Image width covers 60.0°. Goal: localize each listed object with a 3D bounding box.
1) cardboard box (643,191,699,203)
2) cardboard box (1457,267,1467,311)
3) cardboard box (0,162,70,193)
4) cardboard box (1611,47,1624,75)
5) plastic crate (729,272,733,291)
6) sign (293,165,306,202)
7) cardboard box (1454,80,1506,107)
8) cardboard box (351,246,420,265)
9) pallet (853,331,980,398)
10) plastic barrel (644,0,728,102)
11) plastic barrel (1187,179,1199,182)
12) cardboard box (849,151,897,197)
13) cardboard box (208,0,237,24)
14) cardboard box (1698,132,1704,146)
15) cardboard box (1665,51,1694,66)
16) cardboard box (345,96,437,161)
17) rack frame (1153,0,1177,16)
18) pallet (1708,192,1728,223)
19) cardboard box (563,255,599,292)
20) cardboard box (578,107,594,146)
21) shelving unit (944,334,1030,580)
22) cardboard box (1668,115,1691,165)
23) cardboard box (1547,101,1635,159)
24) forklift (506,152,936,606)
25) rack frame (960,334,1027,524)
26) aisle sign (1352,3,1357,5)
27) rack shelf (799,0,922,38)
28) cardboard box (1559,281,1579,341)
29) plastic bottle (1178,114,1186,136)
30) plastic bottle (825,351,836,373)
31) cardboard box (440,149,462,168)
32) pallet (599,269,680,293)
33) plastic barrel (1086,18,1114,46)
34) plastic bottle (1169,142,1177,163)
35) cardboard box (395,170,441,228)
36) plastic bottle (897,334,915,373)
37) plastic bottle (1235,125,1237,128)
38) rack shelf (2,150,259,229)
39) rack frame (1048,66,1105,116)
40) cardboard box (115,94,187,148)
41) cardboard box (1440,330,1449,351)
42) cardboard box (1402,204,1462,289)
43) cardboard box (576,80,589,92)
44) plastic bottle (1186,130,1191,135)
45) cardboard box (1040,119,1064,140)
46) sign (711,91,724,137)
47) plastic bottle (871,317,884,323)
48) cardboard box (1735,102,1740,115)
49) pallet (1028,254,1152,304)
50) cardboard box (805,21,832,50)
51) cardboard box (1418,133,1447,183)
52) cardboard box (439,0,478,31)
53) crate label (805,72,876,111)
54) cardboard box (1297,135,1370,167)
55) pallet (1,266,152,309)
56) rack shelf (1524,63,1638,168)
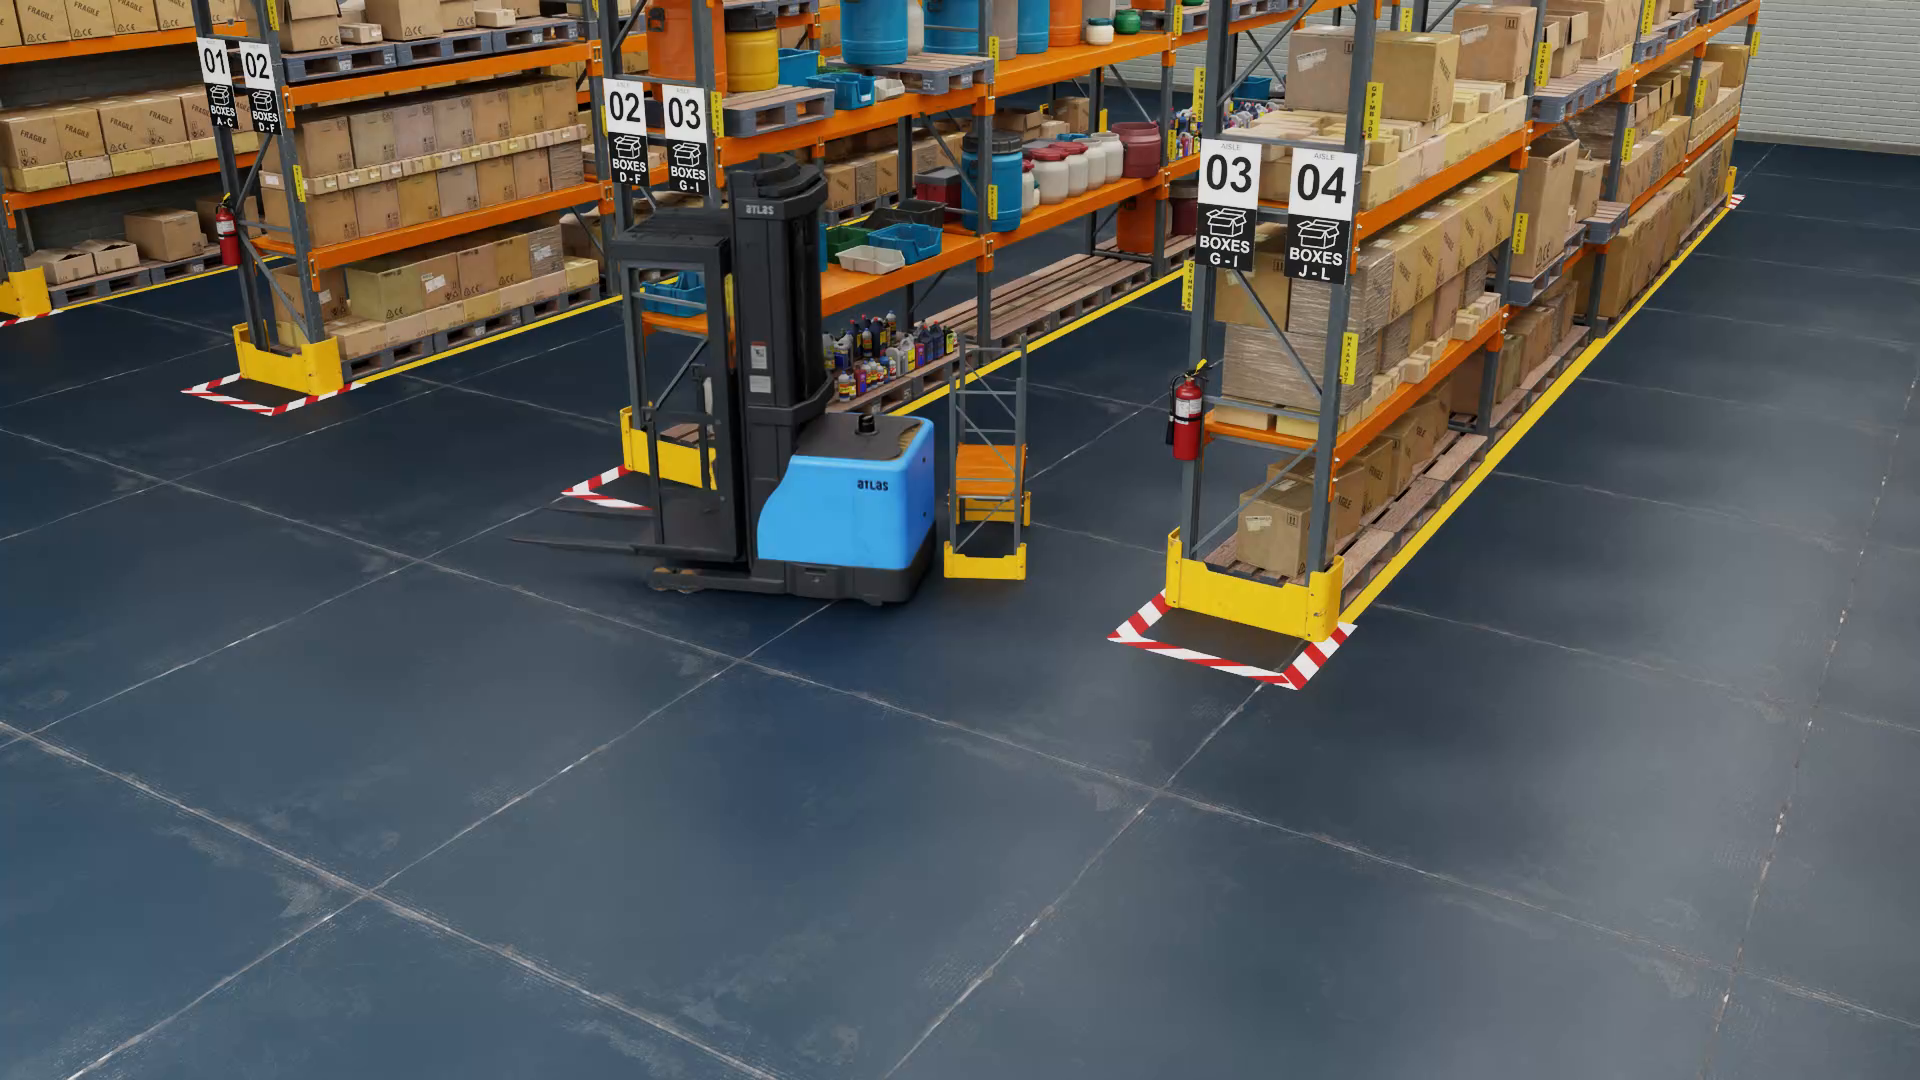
[{"bbox_3d":[-3.583,-4.169,20.666,0.500,0.311,0.500,13,27,28],"label":"cardboard box"},{"bbox_3d":[3.475,-2.075,13.103,0.875,0.500,0.500,14,27,29],"label":"cardboard box"},{"bbox_3d":[-10.149,-3.995,18.203,0.500,0.250,0.500,13,27,27],"label":"cardboard box"},{"bbox_3d":[5.876,-4.468,15.545,0.500,0.250,0.500,14,27,29],"label":"cardboard box"},{"bbox_3d":[-1.902,-2.262,14.223,0.499,0.251,0.408,14,27,29],"label":"plastic crate"},{"bbox_3d":[-5.997,-3.235,15.094,0.100,0.325,0.005,14,27,29],"label":"sign"},{"bbox_3d":[3.855,-3.340,12.435,0.380,0.149,0.250,12,26,26],"label":"cardboard box"},{"bbox_3d":[-5.920,-2.779,17.218,0.500,0.500,0.500,14,27,29],"label":"cardboard box"},{"bbox_3d":[-0.539,-1.733,16.324,1.003,0.211,1.213,14,27,29],"label":"pallet"},{"bbox_3d":[-2.111,-3.838,12.830,0.600,0.830,0.708,14,27,29],"label":"plastic barrel"},{"bbox_3d":[3.022,-4.391,21.556,0.421,0.512,0.421,0,23,0],"label":"plastic barrel"},{"bbox_3d":[-1.222,-5.115,23.218,0.500,0.500,0.500,13,27,28],"label":"cardboard box"},{"bbox_3d":[-8.900,-6.348,19.548,0.500,0.500,0.500,11,26,25],"label":"cardboard box"},{"bbox_3d":[8.994,-4.986,20.643,0.380,0.149,0.250,15,28,31],"label":"cardboard box"},{"bbox_3d":[9.374,-6.205,22.013,0.500,0.500,0.500,13,27,28],"label":"cardboard box"},{"bbox_3d":[-5.642,-4.083,16.483,0.700,0.500,0.500,14,27,29],"label":"cardboard box"},{"bbox_3d":[1.961,-7.334,18.200,1.000,3.000,0.127,14,27,29],"label":"rack frame"},{"bbox_3d":[10.033,-4.677,23.124,1.003,0.211,1.213,14,27,29],"label":"pallet"},{"bbox_3d":[-4.414,-2.999,18.669,0.500,0.250,0.500,14,27,29],"label":"cardboard box"},{"bbox_3d":[-5.956,-6.084,25.041,0.750,0.750,0.750,13,27,28],"label":"cardboard box"},{"bbox_3d":[0.213,-0.625,12.142,0.587,1.500,1.083,2,23,4],"label":"shelving unit"},{"bbox_3d":[8.264,-4.724,19.596,0.500,0.500,0.500,14,27,29],"label":"cardboard box"},{"bbox_3d":[6.568,-4.293,17.337,0.797,0.503,0.637,15,28,31],"label":"cardboard box"},{"bbox_3d":[-1.743,-1.166,11.590,3.031,2.935,1.130,4,24,10],"label":"forklift"},{"bbox_3d":[0.247,-0.823,12.599,0.500,1.500,0.032,2,23,4],"label":"rack frame"},{"bbox_3d":[5.966,-8.561,25.312,0.394,0.787,0.004,14,27,29],"label":"aisle sign"},{"bbox_3d":[-1.190,-7.342,22.899,1.077,0.370,4.000,14,27,29],"label":"rack shelf"},{"bbox_3d":[5.832,-2.367,16.871,0.700,0.500,0.500,12,26,26],"label":"cardboard box"},{"bbox_3d":[2.828,-5.275,21.158,0.097,0.271,0.097,0,23,0],"label":"plastic bottle"},{"bbox_3d":[-1.224,-1.683,15.665,0.097,0.201,0.097,0,23,0],"label":"plastic bottle"},{"bbox_3d":[-5.264,-3.870,16.806,0.380,0.149,0.250,14,27,29],"label":"cardboard box"},{"bbox_3d":[-4.000,-3.247,19.821,1.003,0.211,1.213,14,27,29],"label":"pallet"},{"bbox_3d":[1.488,-5.416,17.719,0.301,0.262,0.301,0,23,0],"label":"plastic barrel"},{"bbox_3d":[2.464,-4.602,19.597,0.152,0.276,0.135,14,27,29],"label":"plastic bottle"},{"bbox_3d":[-5.668,-3.465,16.689,0.700,0.500,0.500,14,27,29],"label":"cardboard box"},{"bbox_3d":[-0.516,-1.766,15.669,0.144,0.351,0.185,14,27,29],"label":"plastic bottle"},{"bbox_3d":[3.448,-5.177,21.019,0.097,0.201,0.097,0,23,0],"label":"plastic bottle"},{"bbox_3d":[-9.621,-4.302,19.653,1.077,0.370,4.000,14,27,29],"label":"rack shelf"},{"bbox_3d":[1.975,-8.320,28.030,1.000,3.000,0.127,14,27,29],"label":"rack frame"},{"bbox_3d":[-9.359,-4.854,19.242,0.500,0.500,0.500,15,27,31],"label":"cardboard box"},{"bbox_3d":[3.494,-1.532,12.665,0.380,0.149,0.250,14,27,29],"label":"cardboard box"},{"bbox_3d":[3.261,-2.119,11.946,0.500,0.500,0.500,14,27,29],"label":"cardboard box"},{"bbox_3d":[-5.733,-6.769,24.736,0.380,0.149,0.250,15,27,31],"label":"cardboard box"},{"bbox_3d":[2.741,-4.802,20.065,0.097,0.271,0.097,0,23,0],"label":"plastic bottle"},{"bbox_3d":[1.370,-6.711,27.219,0.500,0.250,0.500,14,27,29],"label":"cardboard box"},{"bbox_3d":[-1.794,-3.145,12.287,0.100,0.325,0.005,14,27,29],"label":"sign"},{"bbox_3d":[-0.837,-2.052,16.425,0.152,0.276,0.135,15,28,31],"label":"plastic bottle"},{"bbox_3d":[10.481,-5.939,22.844,0.380,0.149,0.250,14,27,30],"label":"cardboard box"},{"bbox_3d":[1.519,-3.048,19.360,1.003,0.211,1.213,14,27,29],"label":"pallet"},{"bbox_3d":[-2.871,-9.073,29.390,0.980,0.700,0.700,14,27,29],"label":"cardboard box"},{"bbox_3d":[2.954,-2.601,11.231,0.500,0.250,0.500,14,27,29],"label":"cardboard box"},{"bbox_3d":[-5.331,-5.422,16.723,0.797,0.503,0.637,17,29,35],"label":"cardboard box"},{"bbox_3d":[-0.991,-3.752,13.888,0.502,0.251,0.408,14,27,29],"label":"crate label"},{"bbox_3d":[2.290,-2.378,10.214,0.380,0.149,0.250,14,27,29],"label":"cardboard box"},{"bbox_3d":[-10.177,-2.970,19.180,1.003,0.211,1.213,14,27,29],"label":"pallet"},{"bbox_3d":[5.114,-3.914,14.982,1.077,0.370,4.000,14,27,29],"label":"rack shelf"}]
